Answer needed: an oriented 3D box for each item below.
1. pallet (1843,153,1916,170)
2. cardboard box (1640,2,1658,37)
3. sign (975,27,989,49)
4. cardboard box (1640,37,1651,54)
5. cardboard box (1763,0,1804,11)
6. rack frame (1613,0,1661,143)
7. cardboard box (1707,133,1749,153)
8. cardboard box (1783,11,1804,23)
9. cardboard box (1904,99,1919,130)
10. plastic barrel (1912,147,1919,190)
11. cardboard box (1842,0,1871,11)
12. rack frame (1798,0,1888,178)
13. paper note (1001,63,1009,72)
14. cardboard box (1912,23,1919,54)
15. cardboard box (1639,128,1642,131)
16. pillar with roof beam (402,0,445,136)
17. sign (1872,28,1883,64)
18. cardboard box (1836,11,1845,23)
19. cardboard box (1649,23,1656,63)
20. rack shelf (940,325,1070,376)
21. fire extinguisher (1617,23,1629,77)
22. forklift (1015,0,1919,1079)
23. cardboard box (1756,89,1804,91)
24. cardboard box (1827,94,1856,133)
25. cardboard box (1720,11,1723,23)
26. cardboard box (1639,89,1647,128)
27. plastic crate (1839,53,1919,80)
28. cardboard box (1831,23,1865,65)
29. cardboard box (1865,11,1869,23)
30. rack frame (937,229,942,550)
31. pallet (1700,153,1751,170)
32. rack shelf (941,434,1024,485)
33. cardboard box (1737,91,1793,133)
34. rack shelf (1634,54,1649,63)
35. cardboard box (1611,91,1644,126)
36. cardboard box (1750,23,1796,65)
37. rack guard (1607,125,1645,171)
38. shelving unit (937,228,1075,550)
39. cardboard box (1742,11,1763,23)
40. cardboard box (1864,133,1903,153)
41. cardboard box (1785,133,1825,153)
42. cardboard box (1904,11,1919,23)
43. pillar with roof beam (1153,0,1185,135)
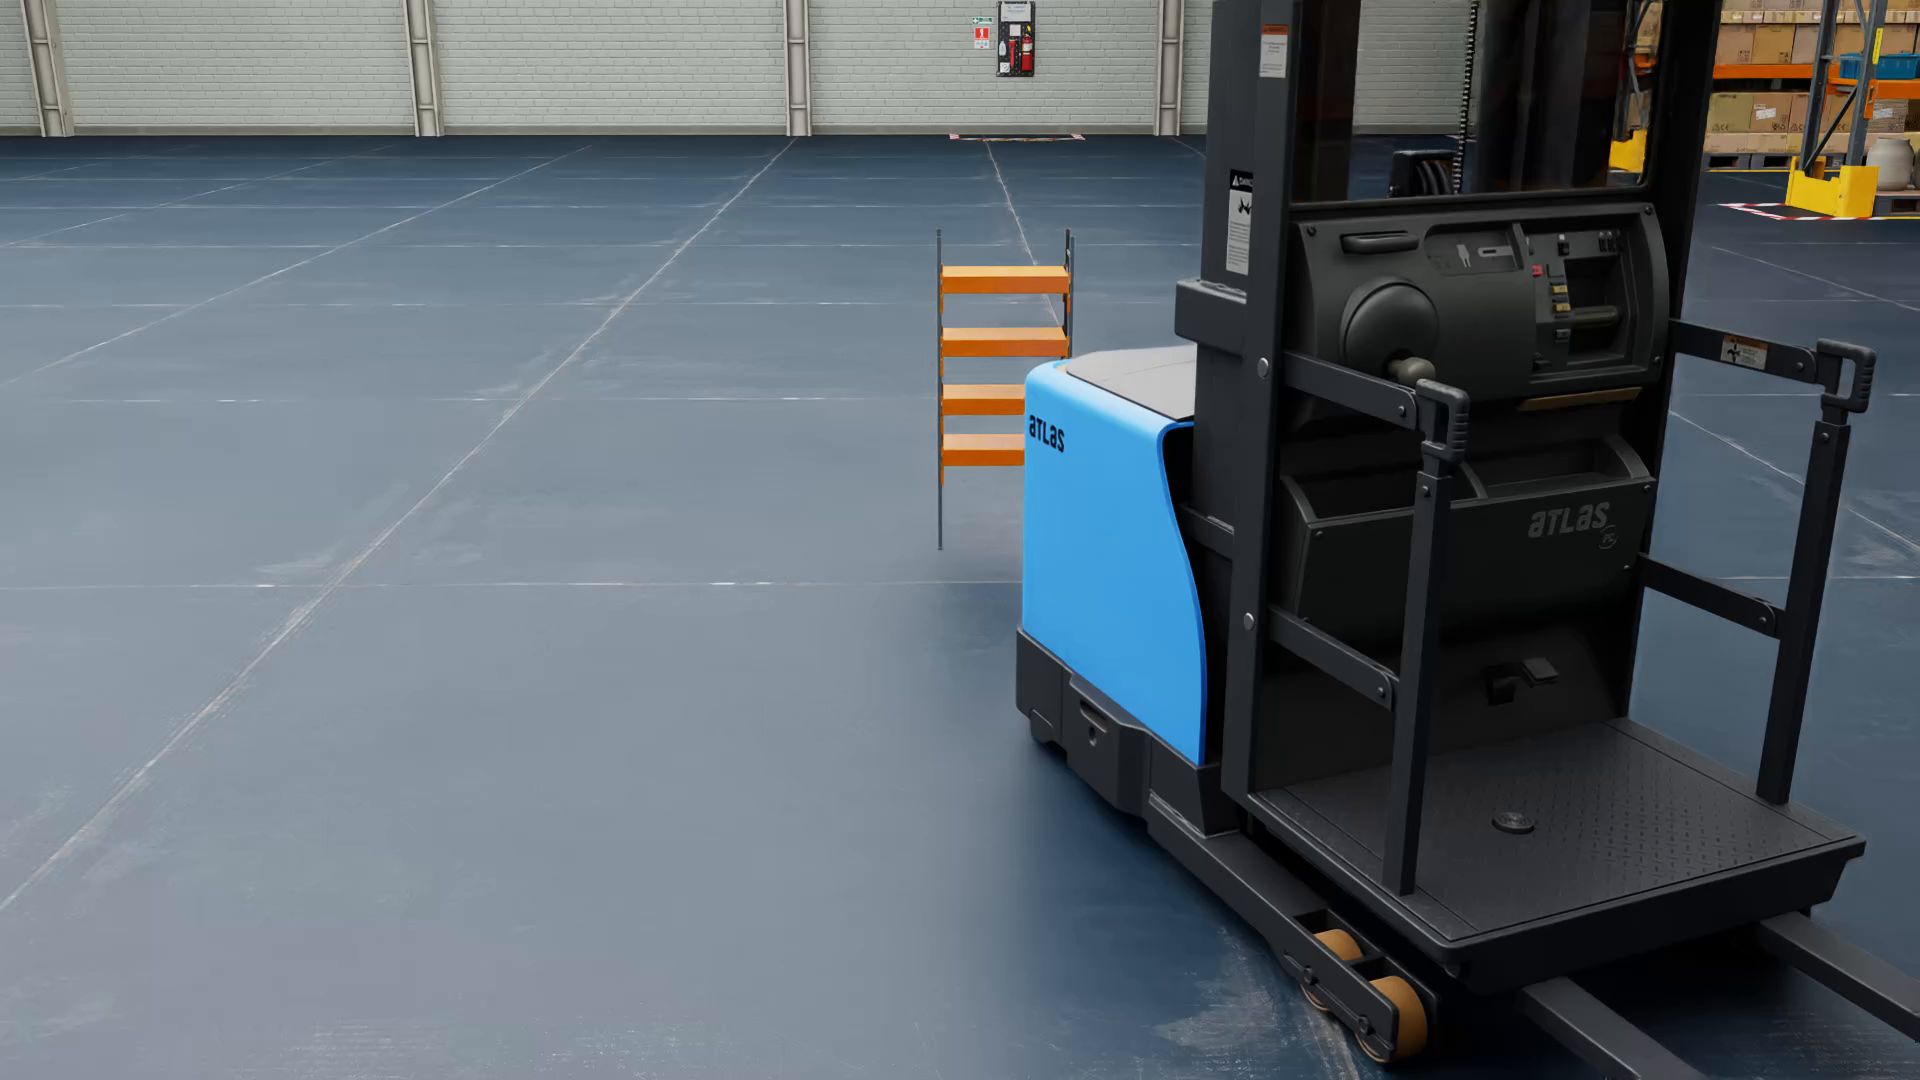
[{"bbox_3d":[11.978,-5.017,21.842,1.213,0.211,1.003,0,18,-1],"label":"pallet"},{"bbox_3d":[10.702,-8.041,25.689,0.500,0.500,0.500,0,18,1],"label":"cardboard box"},{"bbox_3d":[0.354,-8.114,26.872,0.234,0.329,0.001,0,18,-1],"label":"sign"},{"bbox_3d":[10.719,-7.682,25.798,0.500,0.250,0.500,0,18,0],"label":"cardboard box"},{"bbox_3d":[10.324,-6.987,21.132,0.500,0.500,0.700,0,18,-1],"label":"cardboard box"},{"bbox_3d":[8.774,-6.317,21.328,0.127,3.000,1.000,0,18,-1],"label":"rack frame"},{"bbox_3d":[9.814,-5.146,21.491,0.500,0.250,0.500,0,18,-1],"label":"cardboard box"},{"bbox_3d":[10.458,-6.616,21.036,0.250,0.149,0.380,-1,18,-2],"label":"cardboard box"},{"bbox_3d":[12.305,-5.677,21.921,0.500,0.500,0.500,0,18,-1],"label":"cardboard box"},{"bbox_3d":[10.007,-3.848,17.018,0.421,0.512,0.421,0,18,0],"label":"plastic barrel"},{"bbox_3d":[11.324,-6.992,21.146,0.500,0.500,0.700,0,18,-1],"label":"cardboard box"},{"bbox_3d":[8.849,-4.804,16.612,0.127,3.000,1.000,0,18,-1],"label":"rack frame"},{"bbox_3d":[0.730,-7.669,26.985,0.142,0.148,0.016,0,18,-1],"label":"paper note"},{"bbox_3d":[12.330,-6.379,21.360,0.500,0.500,0.700,-1,18,-2],"label":"cardboard box"},{"bbox_3d":[9.306,-5.300,21.973,0.500,0.250,0.500,0,18,-1],"label":"cardboard box"},{"bbox_3d":[-8.551,-9.552,21.593,0.400,9.000,9.100,0,18,-1],"label":"pillar with roof beam"},{"bbox_3d":[8.853,-4.768,16.046,0.005,0.325,0.100,0,18,-1],"label":"sign"},{"bbox_3d":[10.970,-6.618,21.041,0.250,0.149,0.380,0,18,1],"label":"cardboard box"},{"bbox_3d":[9.241,-6.363,21.308,0.500,0.500,0.700,0,18,-1],"label":"cardboard box"},{"bbox_3d":[0.166,-0.721,6.319,0.480,0.148,0.258,0,18,-1],"label":"rack shelf"},{"bbox_3d":[8.649,-6.421,21.780,0.183,0.674,0.296,0,18,-1],"label":"fire extinguisher"},{"bbox_3d":[1.204,-0.505,3.322,1.130,2.935,3.031,-7,19,-22],"label":"forklift"},{"bbox_3d":[10.806,-5.669,21.896,0.500,0.500,0.500,0,18,-1],"label":"cardboard box"},{"bbox_3d":[11.314,-5.512,21.407,0.500,0.500,0.500,0,18,-1],"label":"cardboard box"},{"bbox_3d":[9.434,-6.611,21.021,0.250,0.149,0.380,-1,18,-2],"label":"cardboard box"},{"bbox_3d":[9.306,-5.658,21.861,0.500,0.500,0.500,0,18,-1],"label":"cardboard box"},{"bbox_3d":[9.345,-4.827,16.927,0.616,0.251,0.499,0,18,-1],"label":"plastic crate"},{"bbox_3d":[11.301,-6.374,21.342,0.500,0.500,0.700,0,18,0],"label":"cardboard box"},{"bbox_3d":[11.488,-6.621,21.052,0.250,0.149,0.380,0,18,-1],"label":"cardboard box"},{"bbox_3d":[-0.078,-0.571,6.363,0.015,1.200,0.240,0,18,-1],"label":"rack frame"},{"bbox_3d":[9.538,-5.005,21.805,1.213,0.211,1.003,0,18,-1],"label":"pallet"},{"bbox_3d":[0.166,-0.319,6.448,0.480,0.148,0.258,0,18,-1],"label":"rack shelf"},{"bbox_3d":[10.314,-5.508,21.395,0.500,0.500,0.500,0,18,-1],"label":"cardboard box"},{"bbox_3d":[10.692,-7.497,26.184,4.000,0.370,1.077,0,18,-1],"label":"rack shelf"},{"bbox_3d":[10.690,-6.816,26.256,0.500,0.500,0.700,-1,18,-4],"label":"cardboard box"},{"bbox_3d":[10.263,-6.367,21.322,0.500,0.500,0.700,0,18,0],"label":"cardboard box"},{"bbox_3d":[8.750,-5.126,21.709,0.348,0.500,1.175,0,18,-1],"label":"rack guard"},{"bbox_3d":[0.166,-0.572,6.367,0.503,1.200,0.258,0,18,-1],"label":"shelving unit"},{"bbox_3d":[9.936,-6.613,21.025,0.250,0.149,0.380,-1,18,-2],"label":"cardboard box"},{"bbox_3d":[11.814,-5.158,21.531,0.500,0.250,0.500,0,18,-1],"label":"cardboard box"},{"bbox_3d":[10.814,-5.149,21.501,0.500,0.250,0.500,0,18,-1],"label":"cardboard box"},{"bbox_3d":[11.996,-6.623,21.058,0.250,0.149,0.380,-1,18,-2],"label":"cardboard box"},{"bbox_3d":[3.448,-9.610,21.773,0.400,9.000,9.100,0,18,-1],"label":"pillar with roof beam"}]
